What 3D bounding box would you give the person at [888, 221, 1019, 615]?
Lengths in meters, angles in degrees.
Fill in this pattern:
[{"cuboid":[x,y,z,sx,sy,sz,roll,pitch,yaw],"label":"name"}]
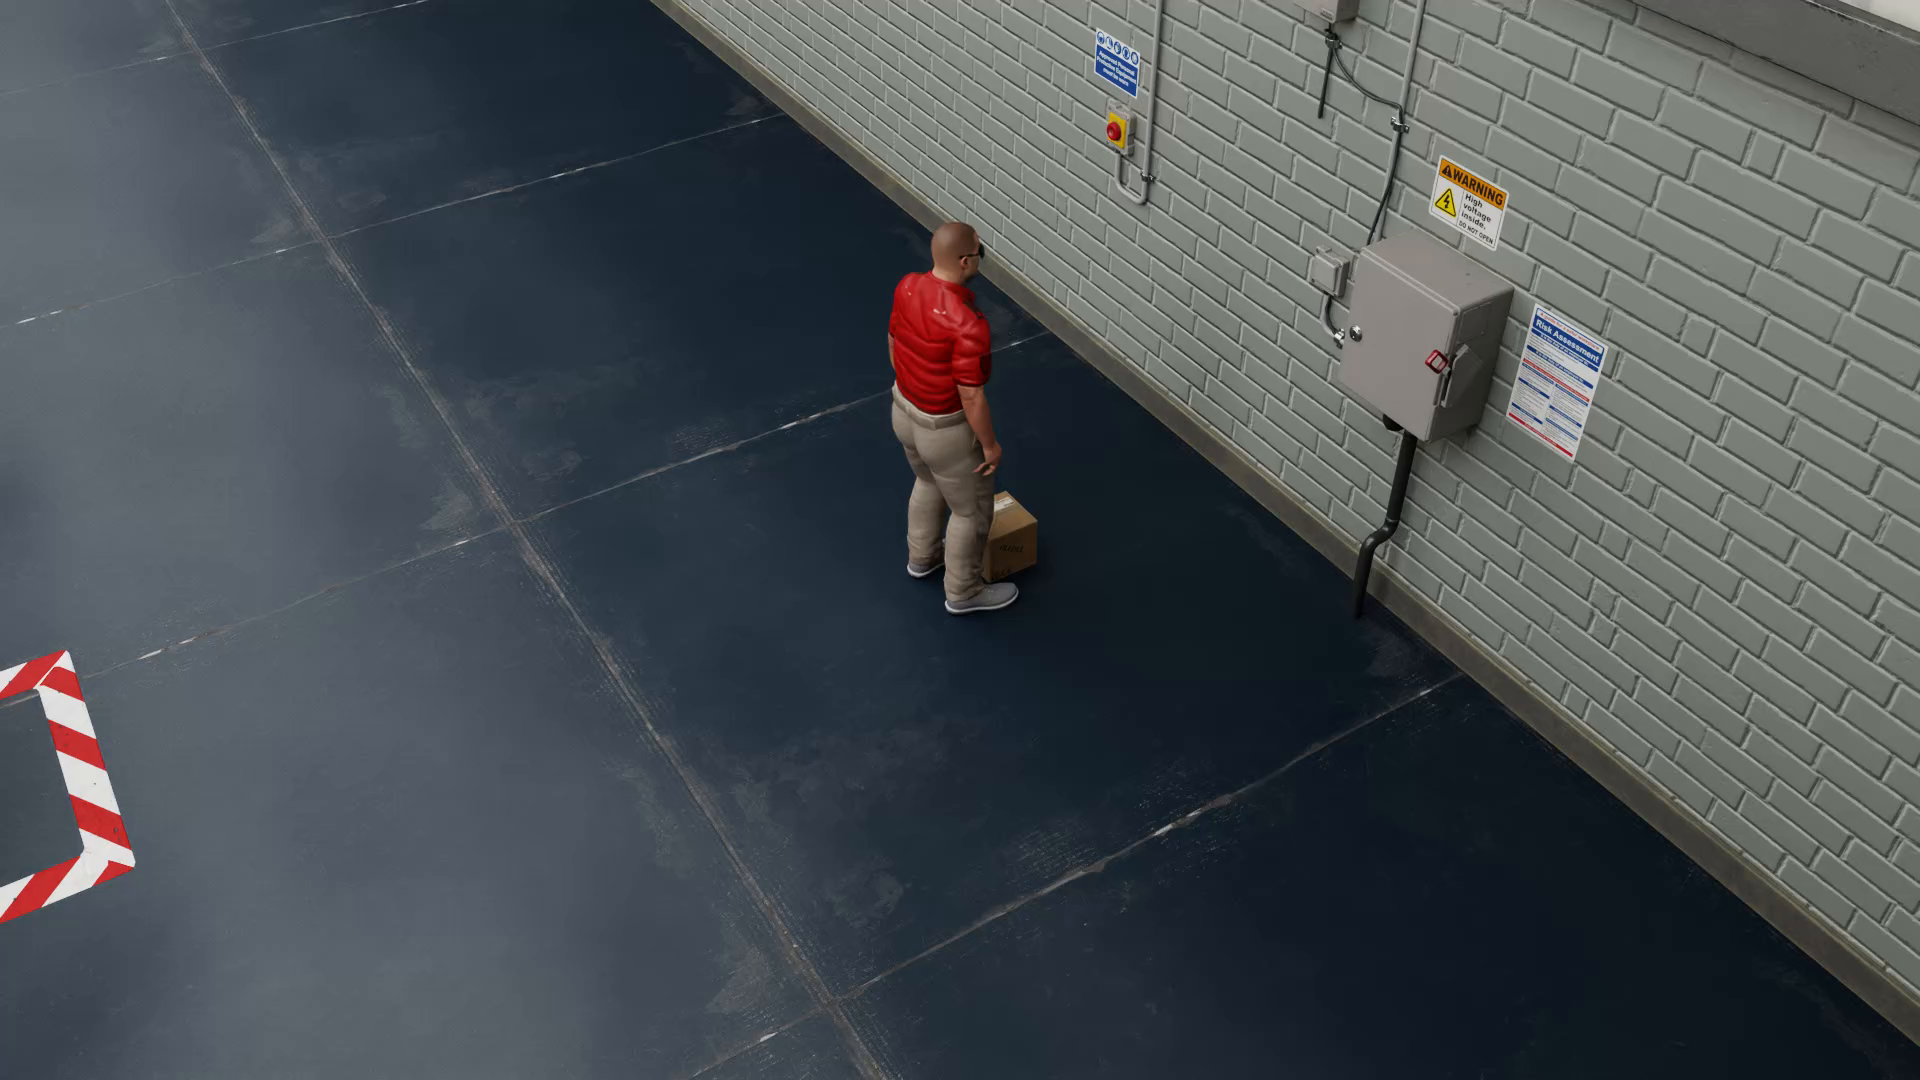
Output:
[{"cuboid":[-0.049,-0.452,6.766,0.393,1.636,0.603,-25,47,-27],"label":"person"}]
